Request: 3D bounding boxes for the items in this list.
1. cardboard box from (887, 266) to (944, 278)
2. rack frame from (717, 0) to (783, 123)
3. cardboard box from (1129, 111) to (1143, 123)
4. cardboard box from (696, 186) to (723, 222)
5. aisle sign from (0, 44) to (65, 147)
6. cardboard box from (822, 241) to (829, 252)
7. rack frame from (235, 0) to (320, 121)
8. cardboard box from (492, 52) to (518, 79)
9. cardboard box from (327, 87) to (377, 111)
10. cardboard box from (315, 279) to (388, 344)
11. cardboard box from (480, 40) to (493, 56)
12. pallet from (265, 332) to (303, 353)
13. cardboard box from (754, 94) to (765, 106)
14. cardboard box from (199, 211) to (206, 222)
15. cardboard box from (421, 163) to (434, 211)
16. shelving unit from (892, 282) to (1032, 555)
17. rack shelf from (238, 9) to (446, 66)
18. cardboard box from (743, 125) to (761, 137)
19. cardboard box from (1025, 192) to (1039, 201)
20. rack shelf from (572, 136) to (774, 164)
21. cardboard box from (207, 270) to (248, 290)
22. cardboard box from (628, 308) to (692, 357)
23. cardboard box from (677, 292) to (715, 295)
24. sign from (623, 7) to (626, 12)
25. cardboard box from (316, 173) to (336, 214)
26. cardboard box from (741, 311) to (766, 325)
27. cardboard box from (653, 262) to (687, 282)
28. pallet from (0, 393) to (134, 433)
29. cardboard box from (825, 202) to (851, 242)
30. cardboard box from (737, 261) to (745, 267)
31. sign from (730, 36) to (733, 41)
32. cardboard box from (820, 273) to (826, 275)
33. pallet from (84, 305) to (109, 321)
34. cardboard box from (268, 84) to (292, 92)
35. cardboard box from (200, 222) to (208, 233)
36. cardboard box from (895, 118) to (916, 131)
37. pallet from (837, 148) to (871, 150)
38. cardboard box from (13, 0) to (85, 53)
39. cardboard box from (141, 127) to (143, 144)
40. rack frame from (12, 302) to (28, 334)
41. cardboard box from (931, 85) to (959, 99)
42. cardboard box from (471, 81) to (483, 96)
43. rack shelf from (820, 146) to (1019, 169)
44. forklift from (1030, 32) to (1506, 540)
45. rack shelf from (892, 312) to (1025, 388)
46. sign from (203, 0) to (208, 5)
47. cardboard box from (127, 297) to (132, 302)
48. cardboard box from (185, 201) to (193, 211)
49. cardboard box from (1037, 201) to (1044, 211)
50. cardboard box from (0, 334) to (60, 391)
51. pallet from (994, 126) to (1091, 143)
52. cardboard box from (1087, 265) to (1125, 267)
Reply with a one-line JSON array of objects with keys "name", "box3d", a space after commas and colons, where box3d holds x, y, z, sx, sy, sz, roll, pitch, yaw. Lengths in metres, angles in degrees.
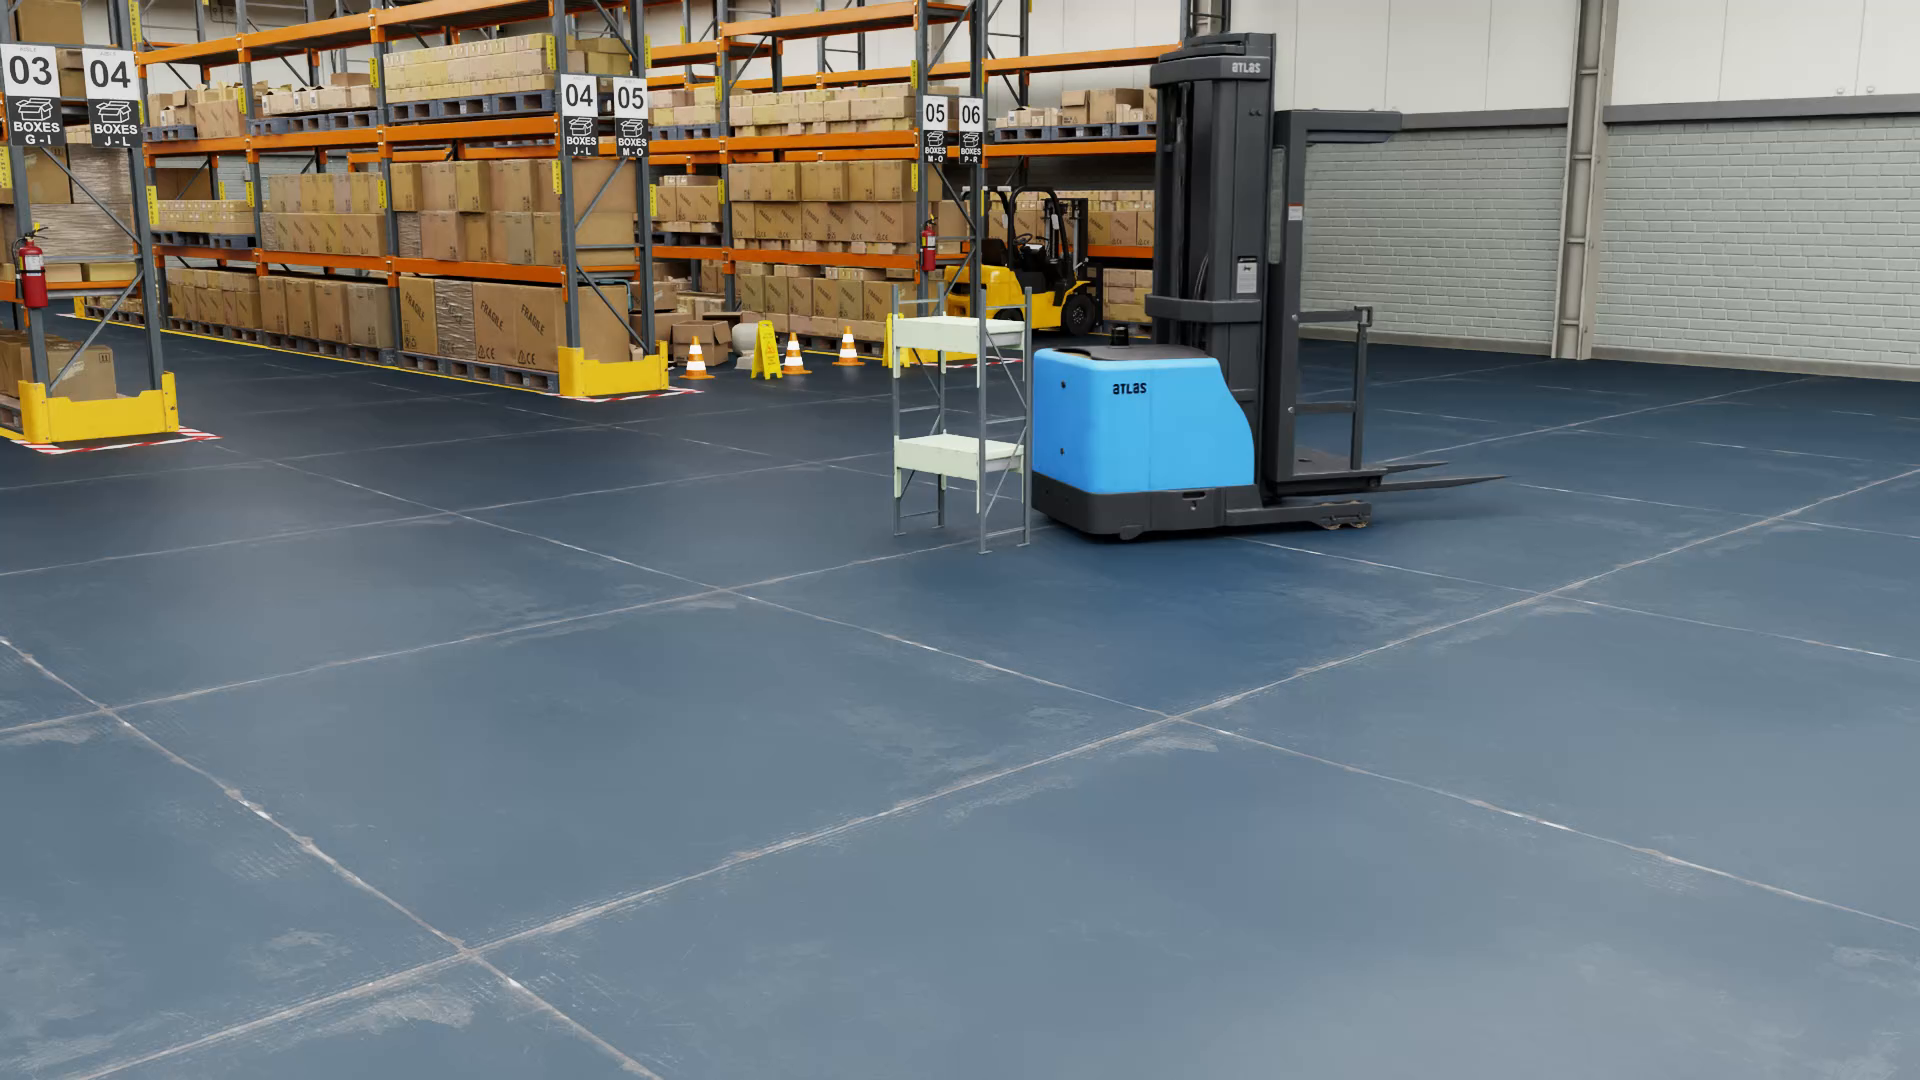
[{"name": "cardboard box", "box3d": [-0.726, -4.355, 28.461, 0.625, 0.625, 0.875, 11, 16, 43]}, {"name": "rack frame", "box3d": [-2.894, -7.260, 22.851, 1.000, 3.000, 0.127, -11, 16, -43]}, {"name": "cardboard box", "box3d": [2.664, -6.110, 24.034, 0.250, 0.149, 0.380, 11, 16, 44]}, {"name": "cardboard box", "box3d": [-3.379, -4.758, 23.546, 0.500, 0.500, 0.500, -11, 16, -44]}, {"name": "aisle sign", "box3d": [-7.474, -3.580, 13.411, 0.394, 0.787, 0.004, -11, 16, -43]}, {"name": "cardboard box", "box3d": [-1.587, -3.866, 21.864, 0.380, 0.149, 0.250, -11, 16, -43]}, {"name": "rack frame", "box3d": [-9.167, -7.140, 22.265, 1.000, 3.000, 0.127, -11, 16, -43]}, {"name": "cardboard box", "box3d": [-4.527, -4.935, 17.346, 0.500, 0.250, 0.500, -11, 16, -42]}, {"name": "cardboard box", "box3d": [-7.417, -5.417, 20.422, 0.500, 0.250, 0.500, -11, 16, -43]}, {"name": "cardboard box", "box3d": [-7.562, -2.941, 21.286, 1.050, 0.750, 0.750, -11, 16, -43]}, {"name": "cardboard box", "box3d": [-4.820, -5.175, 17.521, 0.380, 0.149, 0.250, -11, 16, -42]}, {"name": "pallet", "box3d": [-8.677, -2.710, 22.542, 1.003, 0.211, 1.213, -11, 16, -43]}, {"name": "cardboard box", "box3d": [-2.536, -5.894, 22.297, 0.250, 0.149, 0.380, 11, 16, 43]}, {"name": "cardboard box", "box3d": [-10.549, -4.588, 23.593, 0.380, 0.149, 0.250, -11, 16, -43]}, {"name": "cardboard box", "box3d": [-5.711, -4.097, 19.317, 0.875, 0.550, 0.550, -11, 16, -43]}, {"name": "shelving unit", "box3d": [0.005, -0.734, 9.755, 0.431, 1.500, 0.755, -11, 16, -43]}, {"name": "rack shelf", "box3d": [-7.786, -6.299, 20.961, 1.077, 0.370, 4.000, -11, 16, -43]}, {"name": "cardboard box", "box3d": [-2.718, -5.542, 22.567, 0.380, 0.149, 0.250, -11, 16, -42]}, {"name": "cardboard box", "box3d": [1.231, -5.325, 25.733, 0.380, 0.149, 0.250, -10, 16, -41]}, {"name": "rack shelf", "box3d": [-4.276, -5.731, 24.643, 1.077, 0.370, 4.000, -11, 16, -43]}, {"name": "cardboard box", "box3d": [-10.525, -3.762, 24.032, 0.500, 0.250, 0.500, -10, 16, -41]}, {"name": "cardboard box", "box3d": [-3.828, -2.621, 21.050, 0.797, 0.637, 0.503, -11, 16, -43]}, {"name": "cardboard box", "box3d": [-4.239, -3.523, 25.047, 0.950, 0.372, 0.625, -10, 15, -41]}, {"name": "sign", "box3d": [-5.271, -8.417, 25.956, 0.100, 0.325, 0.005, -11, 16, -43]}, {"name": "cardboard box", "box3d": [-7.805, -4.450, 21.353, 0.700, 0.500, 0.500, -11, 16, -43]}, {"name": "cardboard box", "box3d": [-2.682, -3.057, 23.091, 0.500, 0.250, 0.500, 11, 16, 43]}, {"name": "cardboard box", "box3d": [-5.961, -5.363, 33.662, 0.500, 0.500, 0.700, 11, 16, 43]}, {"name": "pallet", "box3d": [-7.887, -1.126, 14.854, 1.003, 0.211, 1.213, -11, 16, -43]}, {"name": "cardboard box", "box3d": [-1.392, -4.121, 21.495, 0.500, 0.500, 0.500, -11, 16, -43]}, {"name": "cardboard box", "box3d": [-3.999, -5.246, 31.488, 0.380, 0.149, 0.250, -11, 16, -43]}, {"name": "sign", "box3d": [-4.434, -9.733, 32.147, 0.100, 0.325, 0.005, -11, 16, -43]}, {"name": "cardboard box", "box3d": [-1.939, -3.425, 23.019, 0.500, 0.500, 0.500, -11, 16, -42]}, {"name": "pallet", "box3d": [-14.104, -3.868, 28.165, 1.003, 0.211, 1.213, -11, 16, -43]}, {"name": "cardboard box", "box3d": [-9.603, -6.267, 23.318, 0.396, 0.266, 0.258, -11, 16, -43]}, {"name": "cardboard box", "box3d": [-10.545, -4.442, 23.619, 0.250, 0.149, 0.380, 11, 16, 43]}, {"name": "cardboard box", "box3d": [-0.581, -5.097, 20.409, 0.380, 0.149, 0.250, -11, 16, -42]}, {"name": "pallet", "box3d": [-1.536, -6.888, 28.946, 1.213, 0.211, 1.003, -10, 15, -40]}, {"name": "cardboard box", "box3d": [-8.129, -4.520, 14.761, 0.500, 0.500, 0.500, -11, 16, -43]}, {"name": "cardboard box", "box3d": [-12.464, -6.215, 25.581, 0.500, 0.250, 0.500, -10, 16, -41]}, {"name": "rack frame", "box3d": [-10.062, -2.941, 16.753, 1.000, 3.000, 0.127, -11, 16, -43]}, {"name": "cardboard box", "box3d": [-0.230, -5.555, 20.654, 0.380, 0.149, 0.250, -11, 16, -43]}, {"name": "cardboard box", "box3d": [-4.994, -4.821, 17.780, 0.380, 0.149, 0.250, -11, 16, -42]}, {"name": "rack shelf", "box3d": [-0.688, -6.423, 28.003, 1.077, 0.370, 4.000, -11, 16, -43]}, {"name": "forklift", "box3d": [2.019, -1.593, 10.379, 3.031, 2.935, 1.130, -4, 12, -19]}, {"name": "rack shelf", "box3d": [0.005, -1.116, 9.677, 0.431, 0.370, 0.720, -11, 16, -43]}, {"name": "sign", "box3d": [-11.532, -8.337, 25.367, 0.100, 0.325, 0.005, -11, 16, -43]}, {"name": "cardboard box", "box3d": [-13.233, -3.943, 26.903, 0.250, 0.149, 0.380, 11, 16, 42]}, {"name": "cardboard box", "box3d": [-10.908, -4.810, 23.932, 0.380, 0.149, 0.250, -10, 15, -41]}, {"name": "cardboard box", "box3d": [1.400, -5.141, 25.577, 0.380, 0.149, 0.250, -11, 16, -43]}, {"name": "cardboard box", "box3d": [-8.928, -1.696, 15.865, 0.500, 0.500, 0.500, 10, 15, 40]}, {"name": "pallet", "box3d": [1.301, -6.319, 25.936, 1.003, 0.211, 1.213, -11, 16, -43]}, {"name": "cardboard box", "box3d": [2.226, -4.098, 25.666, 0.500, 0.250, 0.500, -11, 16, -44]}]
